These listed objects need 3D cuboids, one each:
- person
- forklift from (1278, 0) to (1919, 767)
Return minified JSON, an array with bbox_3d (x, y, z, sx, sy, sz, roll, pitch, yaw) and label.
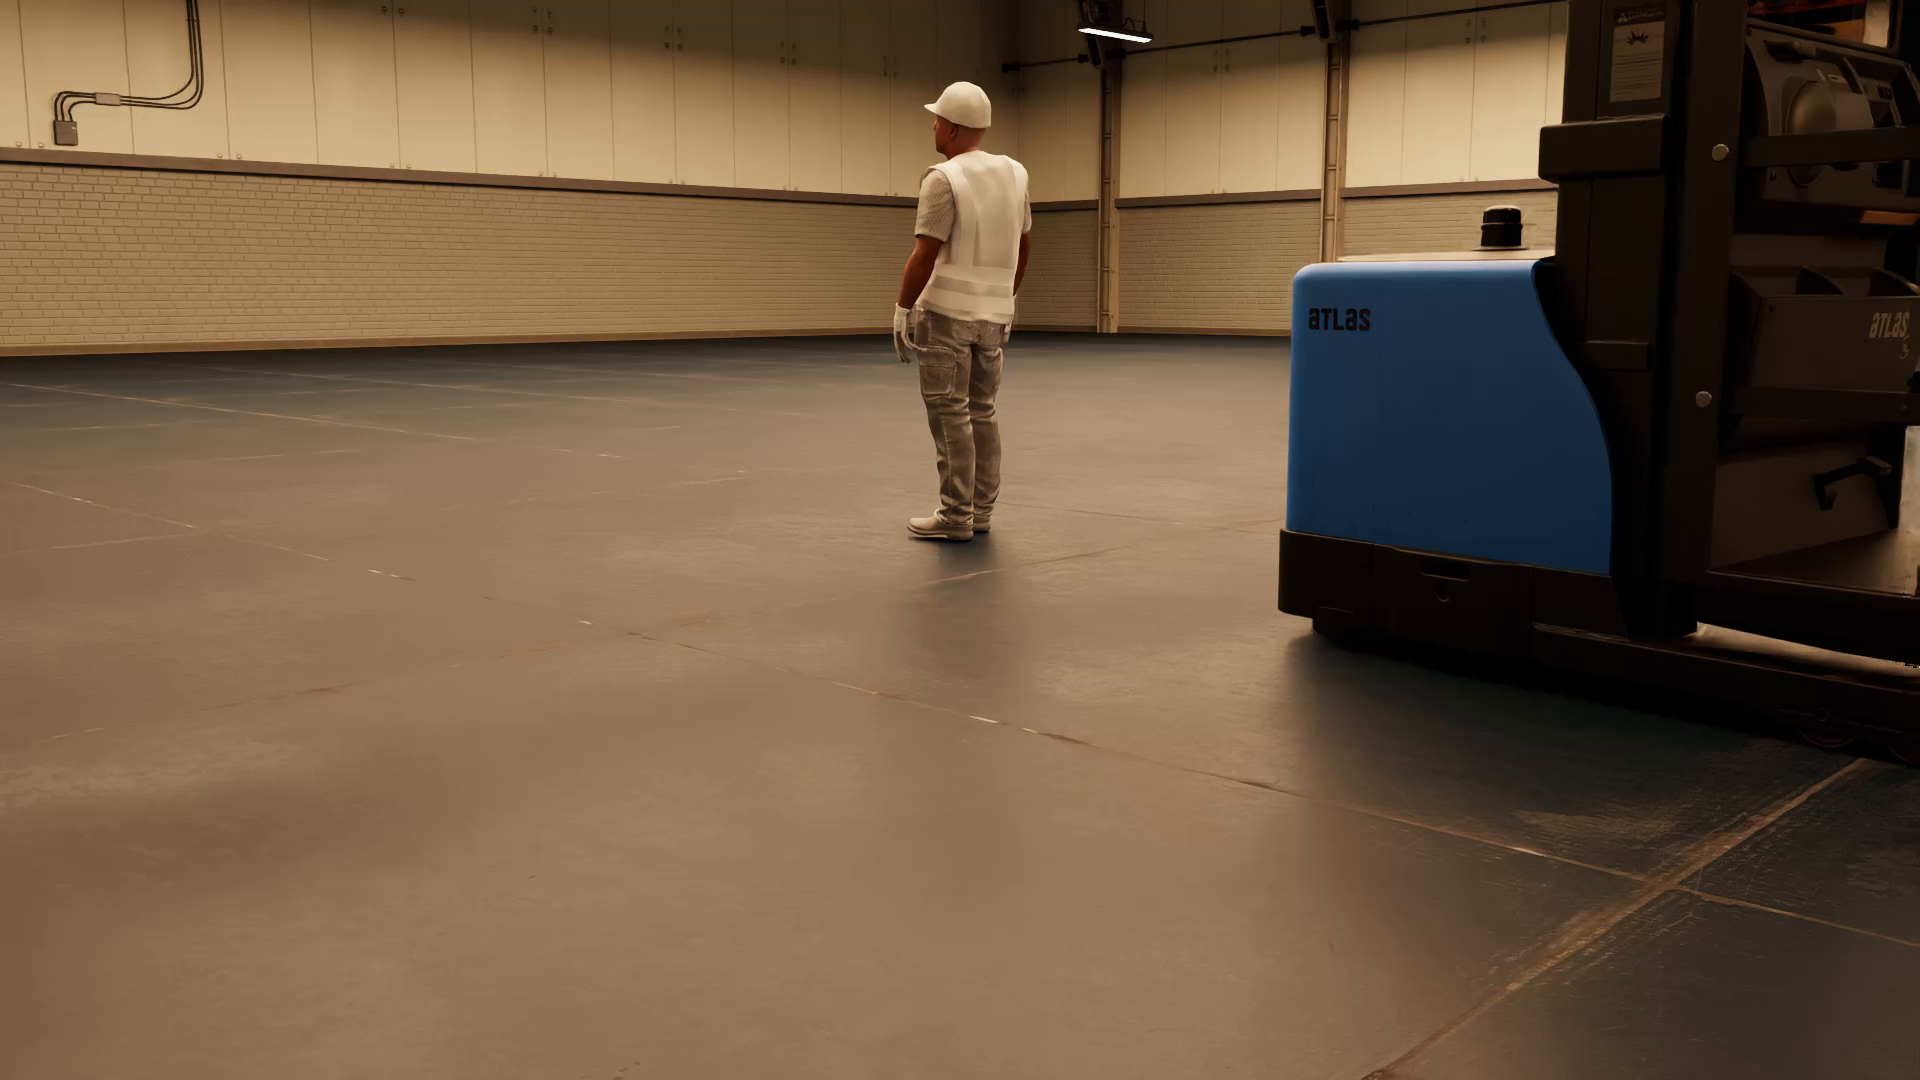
[{"bbox_3d":[-0.045,-0.897,6.639,0.577,1.782,0.656,8,12,43],"label":"person"},{"bbox_3d":[2.262,-1.052,3.857,1.130,2.935,3.031,-7,11,-39],"label":"forklift"}]
